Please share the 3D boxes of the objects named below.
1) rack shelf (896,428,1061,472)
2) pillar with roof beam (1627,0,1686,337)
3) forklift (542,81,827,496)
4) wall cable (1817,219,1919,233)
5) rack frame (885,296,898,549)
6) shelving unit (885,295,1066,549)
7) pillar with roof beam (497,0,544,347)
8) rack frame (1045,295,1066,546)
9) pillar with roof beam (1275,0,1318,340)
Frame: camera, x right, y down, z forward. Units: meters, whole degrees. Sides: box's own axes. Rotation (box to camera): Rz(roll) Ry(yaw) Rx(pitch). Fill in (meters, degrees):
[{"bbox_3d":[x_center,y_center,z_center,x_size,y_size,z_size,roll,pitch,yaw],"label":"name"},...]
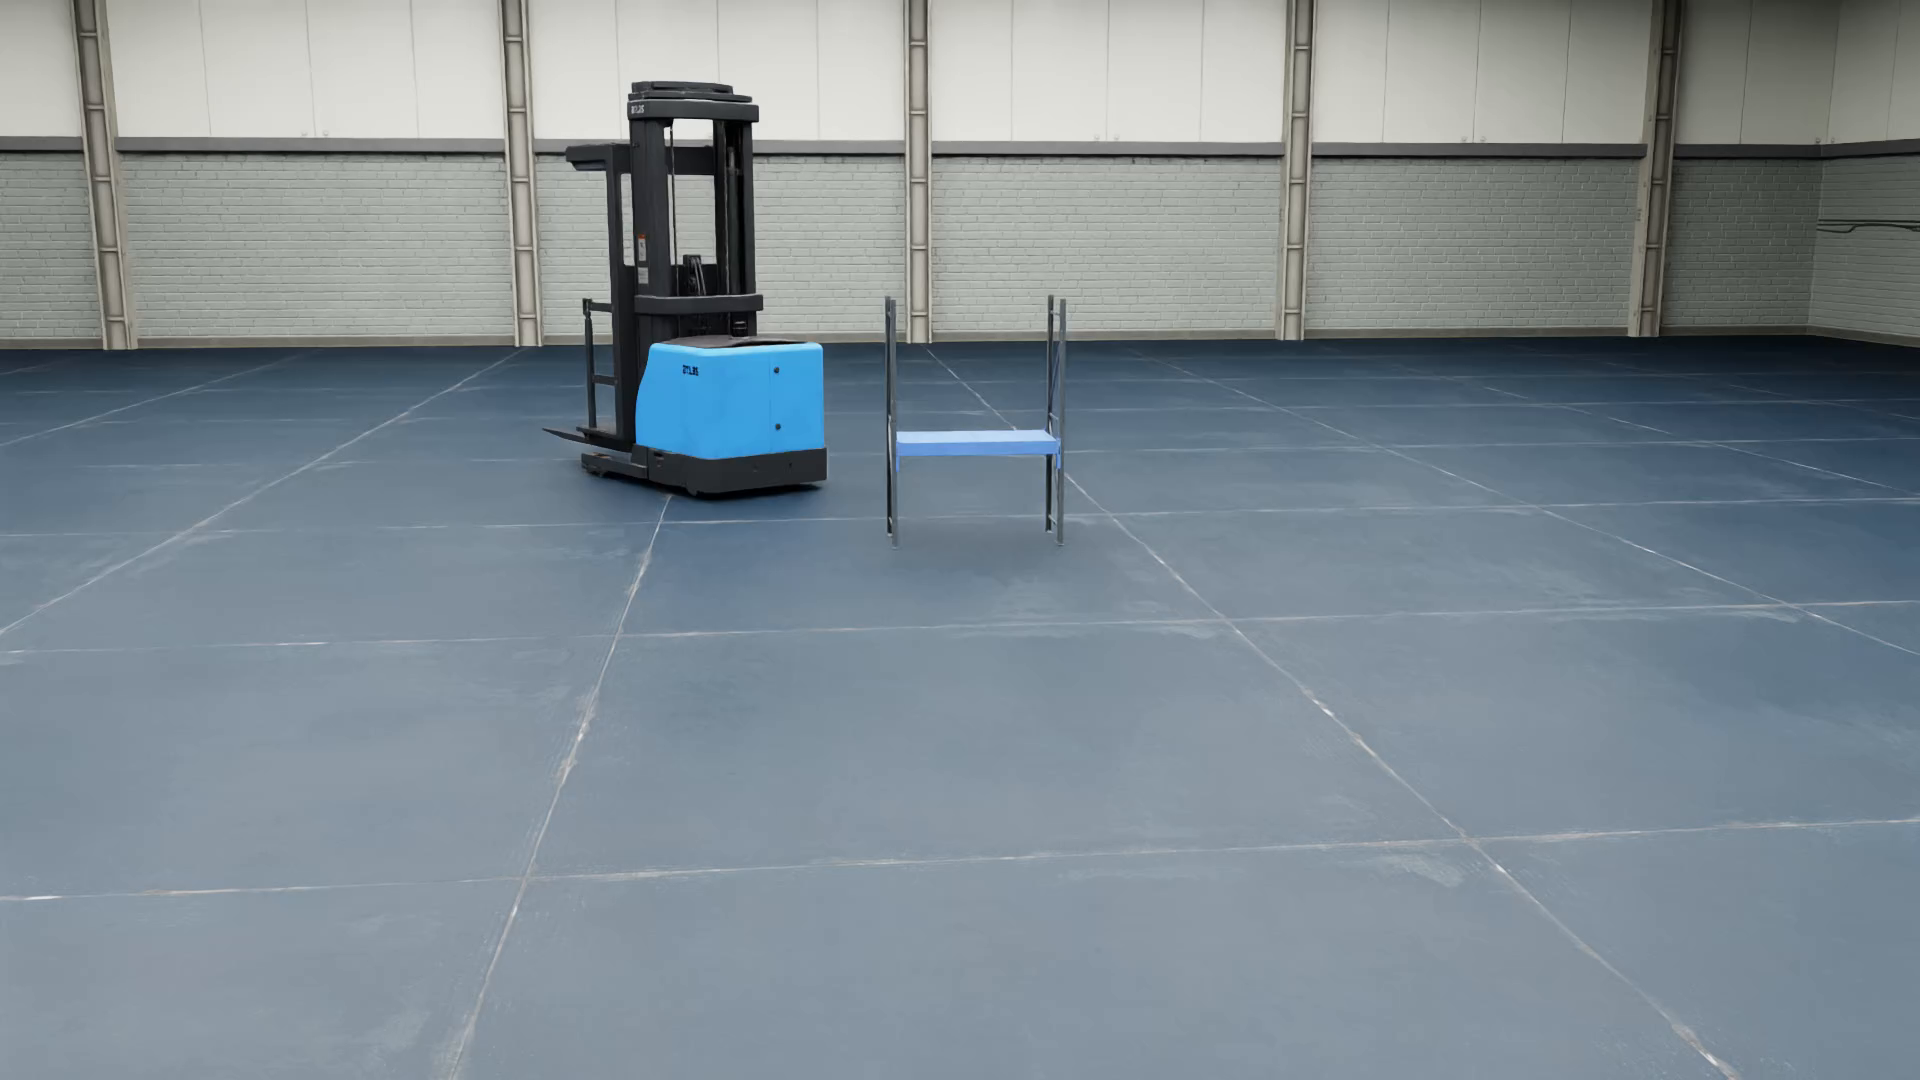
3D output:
[{"bbox_3d":[0.085,-0.561,10.267,1.000,0.185,0.538,-1,11,-6],"label":"rack shelf"},{"bbox_3d":[11.745,-6.954,22.412,0.400,9.000,9.100,-1,11,-6],"label":"pillar with roof beam"},{"bbox_3d":[-2.307,-1.979,12.836,1.130,2.935,3.031,-9,14,-39],"label":"forklift"},{"bbox_3d":[14.352,-6.064,25.933,0.112,2.526,3.097,-1,11,-6],"label":"wall cable"},{"bbox_3d":[-0.421,-0.727,10.179,0.032,1.500,0.500,-1,11,-6],"label":"rack frame"},{"bbox_3d":[0.085,-0.738,10.232,1.048,1.500,0.538,-1,11,-6],"label":"shelving unit"},{"bbox_3d":[-6.149,-6.579,20.505,0.400,9.000,9.100,-1,11,-6],"label":"pillar with roof beam"},{"bbox_3d":[0.590,-0.748,10.286,0.032,1.500,0.500,-1,11,-6],"label":"rack frame"},{"bbox_3d":[5.781,-6.829,21.776,0.400,9.000,9.100,-1,11,-6],"label":"pillar with roof beam"}]
